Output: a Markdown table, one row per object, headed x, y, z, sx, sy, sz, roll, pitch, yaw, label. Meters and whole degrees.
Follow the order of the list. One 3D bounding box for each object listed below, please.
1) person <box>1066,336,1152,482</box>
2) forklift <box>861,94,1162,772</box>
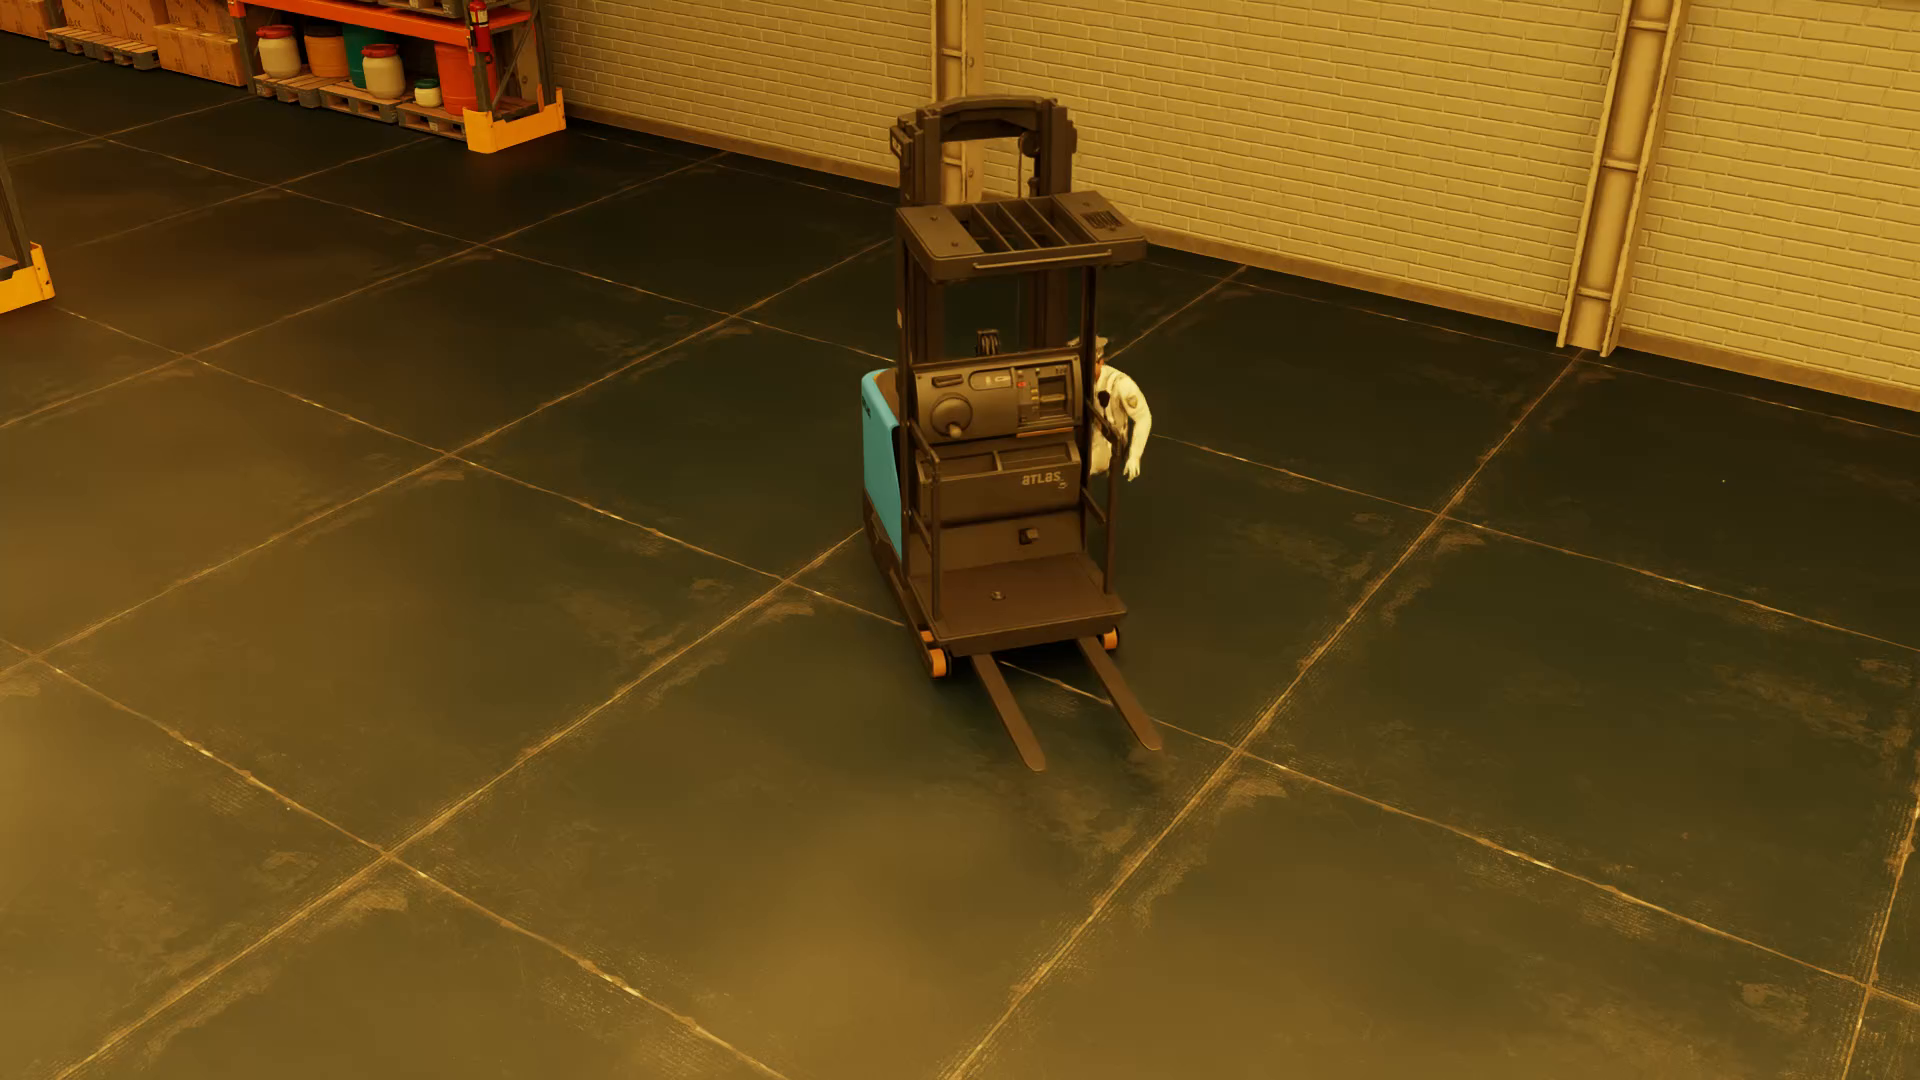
| x | y | z | sx | sy | sz | roll | pitch | yaw | label |
| --- | --- | --- | --- | --- | --- | --- | --- | --- | --- |
| 0.683 | -0.495 | 10.028 | 0.723 | 1.461 | 0.858 | 17 | 34 | 26 | person |
| 0.274 | -0.723 | 8.827 | 1.130 | 2.935 | 3.031 | -8 | 31 | -14 | forklift |
